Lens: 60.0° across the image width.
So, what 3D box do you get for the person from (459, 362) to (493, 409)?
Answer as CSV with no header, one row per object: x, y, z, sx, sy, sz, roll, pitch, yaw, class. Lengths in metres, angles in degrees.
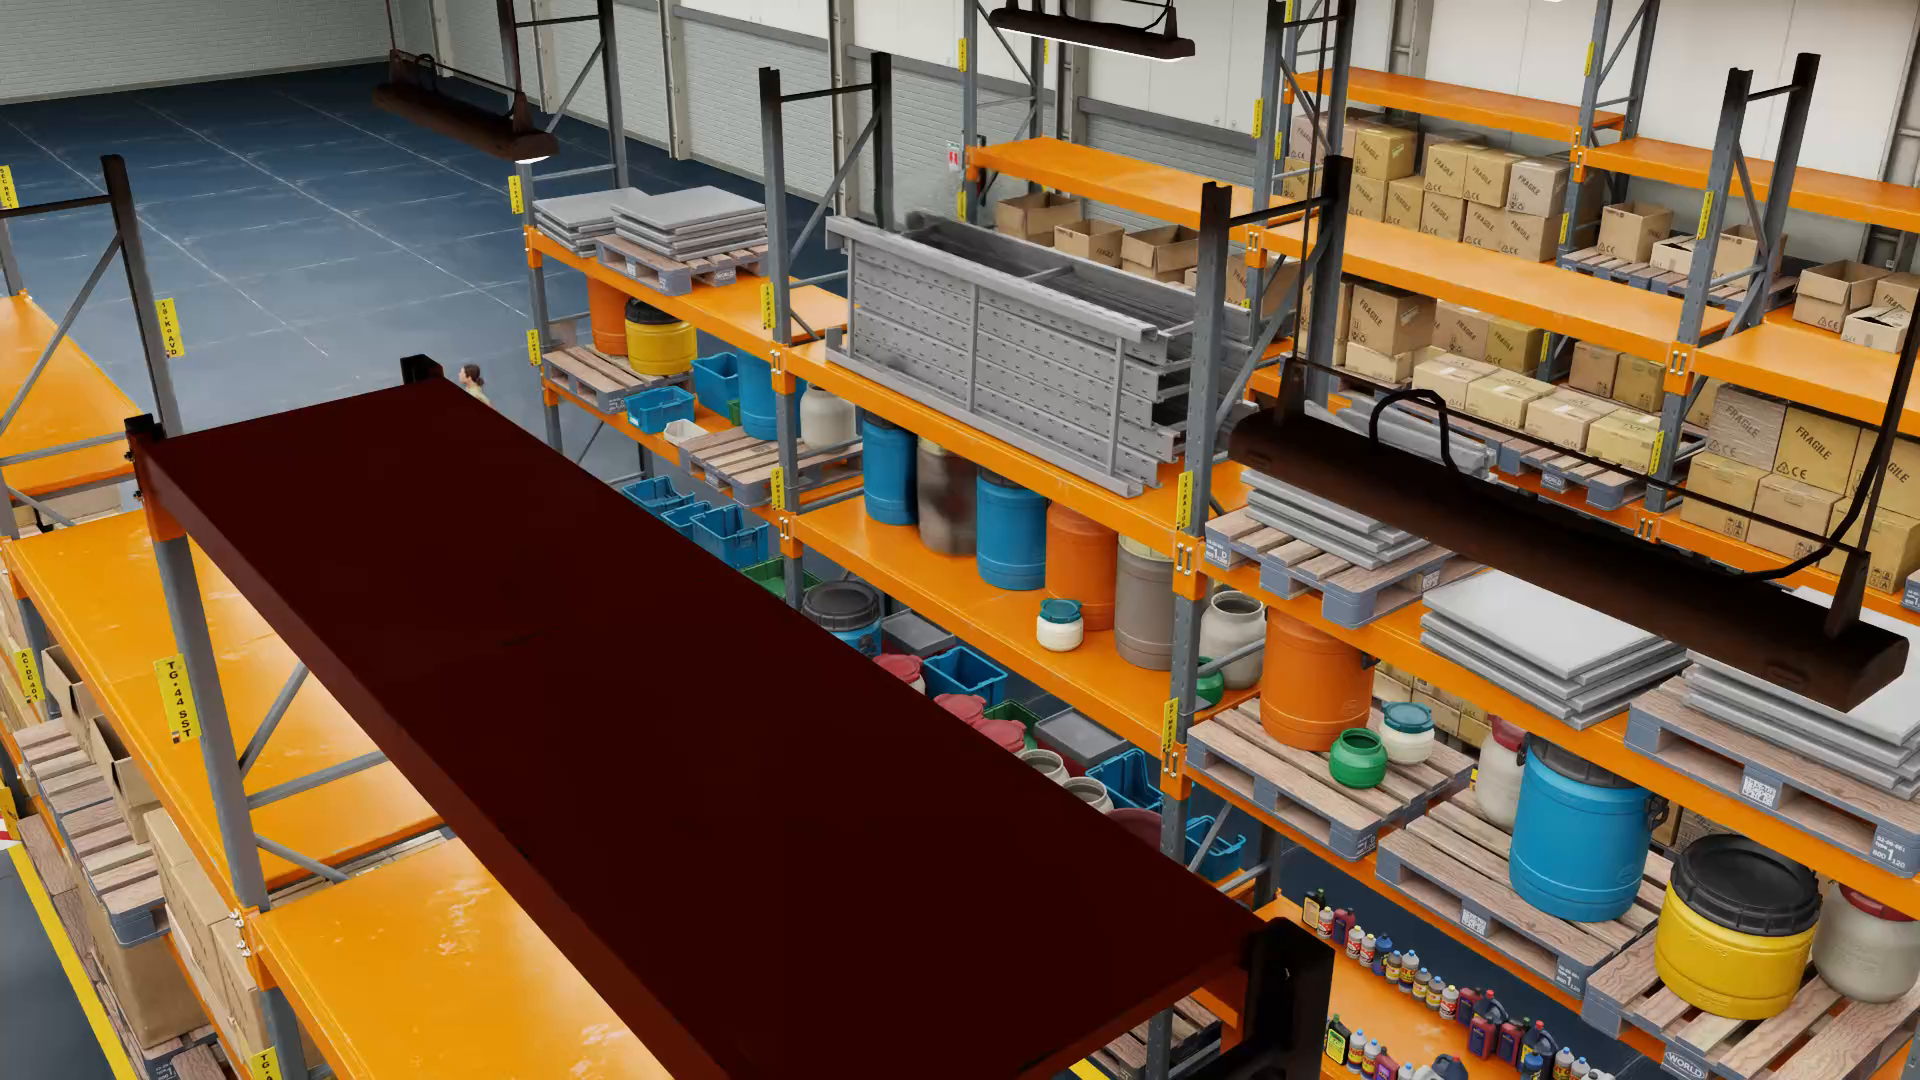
-5.515,-1.228,18.901,0.970,1.633,0.592,-6,26,-12,person
